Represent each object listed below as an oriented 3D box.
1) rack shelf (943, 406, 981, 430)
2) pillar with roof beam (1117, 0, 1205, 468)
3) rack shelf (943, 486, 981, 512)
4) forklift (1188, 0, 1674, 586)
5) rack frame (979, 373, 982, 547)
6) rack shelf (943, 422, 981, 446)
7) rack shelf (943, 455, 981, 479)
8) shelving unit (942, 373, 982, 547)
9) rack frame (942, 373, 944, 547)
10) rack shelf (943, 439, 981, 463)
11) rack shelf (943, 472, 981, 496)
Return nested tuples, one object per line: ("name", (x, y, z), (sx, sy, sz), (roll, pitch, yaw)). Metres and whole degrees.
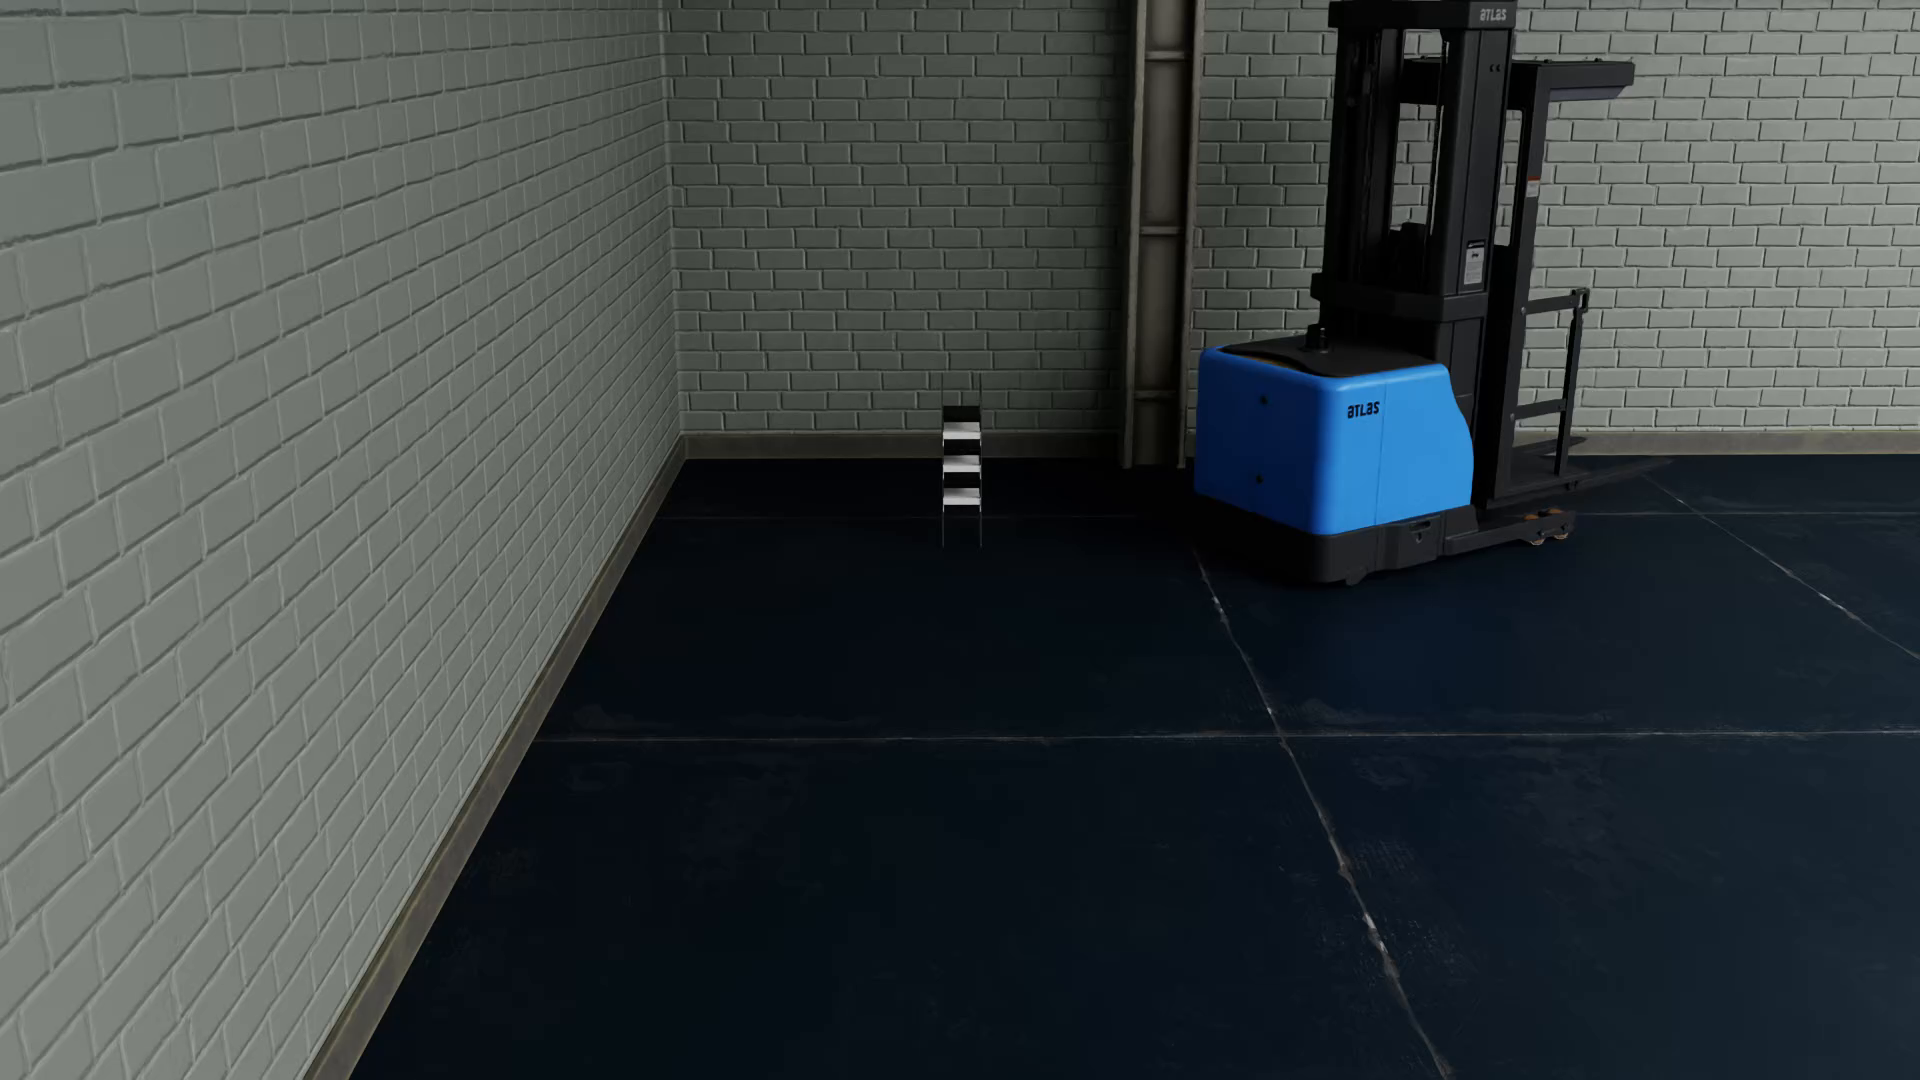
("rack shelf", (0.008, -0.654, 8.838), (0.200, 0.077, 0.258), (0, 18, -1))
("pillar with roof beam", (1.283, -3.468, 5.127), (0.400, 9.000, 9.100), (0, 18, -1))
("rack shelf", (0.008, -0.225, 8.975), (0.200, 0.077, 0.258), (0, 18, -1))
("forklift", (2.746, -1.489, 8.890), (3.031, 2.935, 1.130), (-11, 21, -31))
("rack frame", (0.110, -0.429, 8.912), (0.006, 0.900, 0.240), (0, 18, -1))
("rack shelf", (0.008, -0.568, 8.865), (0.200, 0.077, 0.258), (0, 18, -1))
("rack shelf", (0.008, -0.397, 8.920), (0.200, 0.077, 0.258), (0, 18, -1))
("shelving unit", (0.008, -0.429, 8.910), (0.210, 0.900, 0.258), (0, 18, -1))
("rack frame", (-0.094, -0.428, 8.909), (0.006, 0.900, 0.240), (0, 18, -1))
("rack shelf", (0.008, -0.482, 8.893), (0.200, 0.077, 0.258), (0, 18, -1))
("rack shelf", (0.008, -0.311, 8.948), (0.200, 0.077, 0.258), (0, 18, -1))
